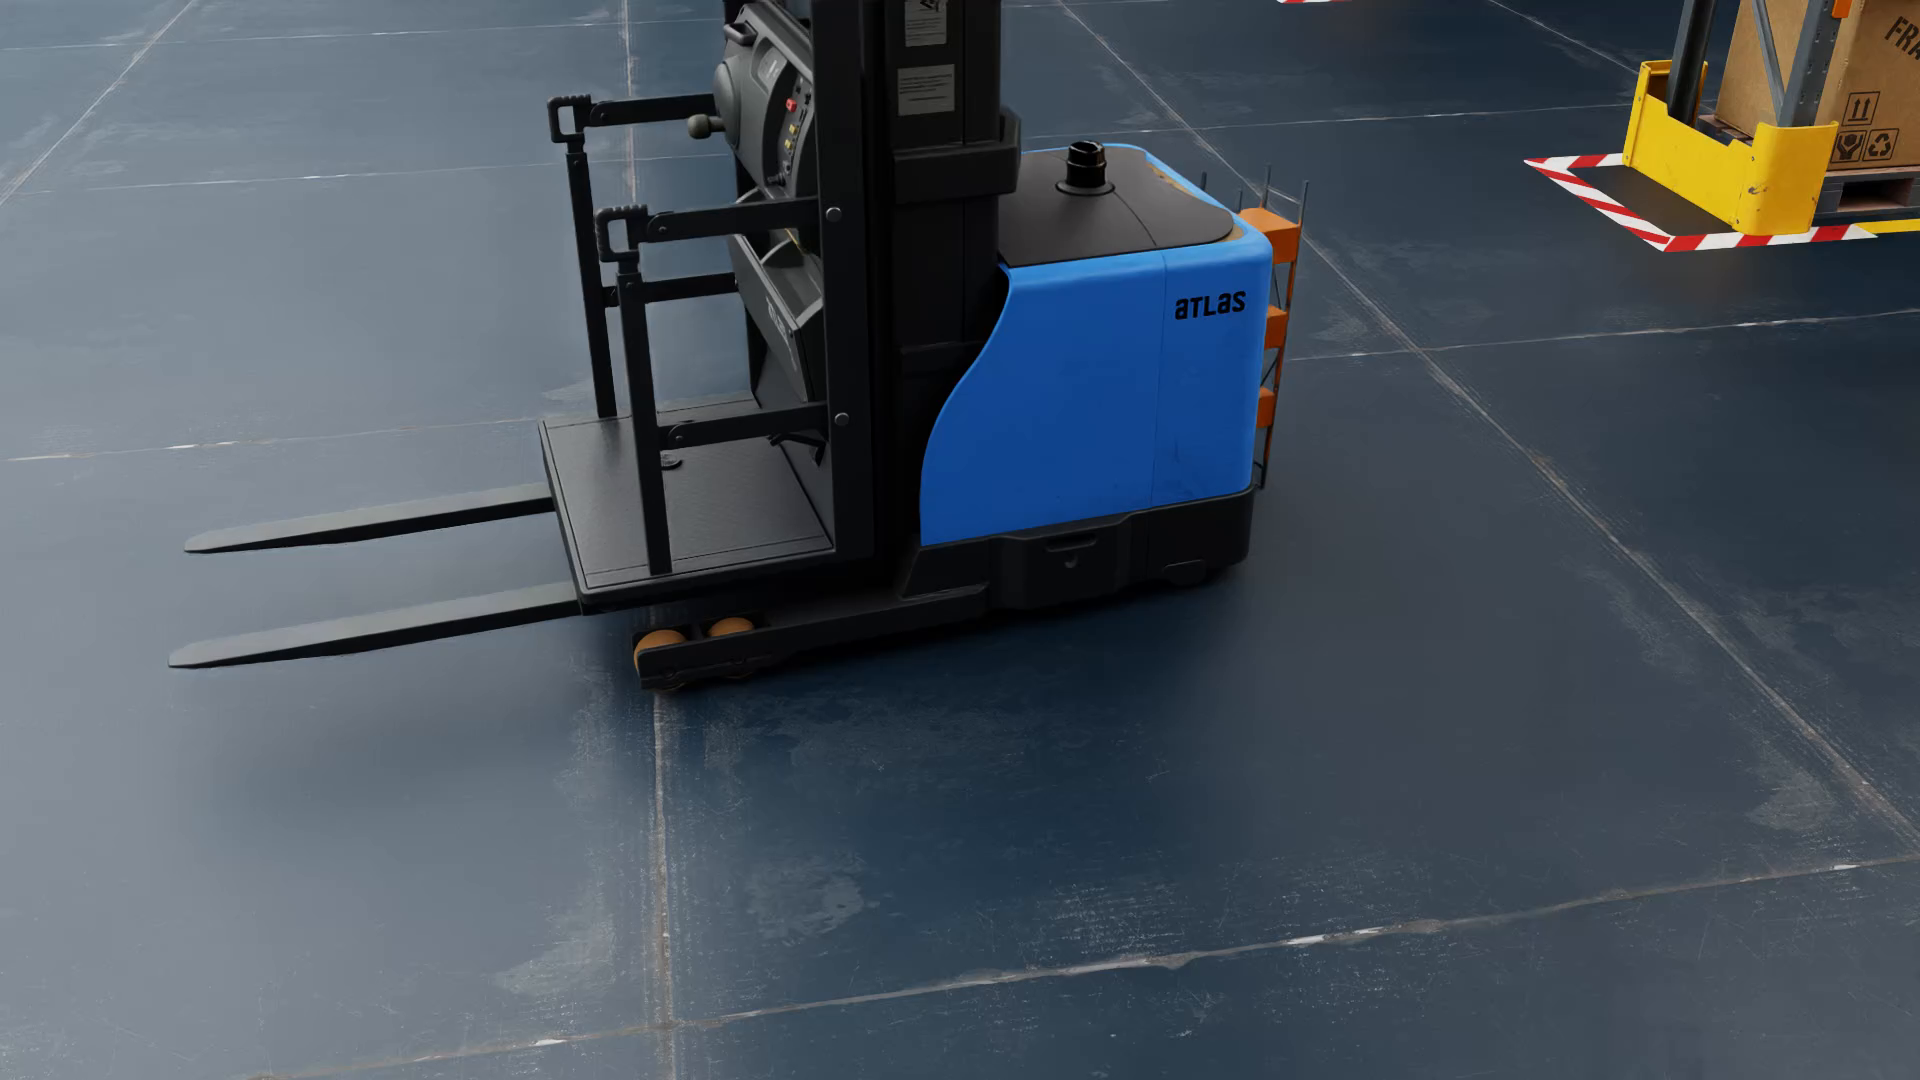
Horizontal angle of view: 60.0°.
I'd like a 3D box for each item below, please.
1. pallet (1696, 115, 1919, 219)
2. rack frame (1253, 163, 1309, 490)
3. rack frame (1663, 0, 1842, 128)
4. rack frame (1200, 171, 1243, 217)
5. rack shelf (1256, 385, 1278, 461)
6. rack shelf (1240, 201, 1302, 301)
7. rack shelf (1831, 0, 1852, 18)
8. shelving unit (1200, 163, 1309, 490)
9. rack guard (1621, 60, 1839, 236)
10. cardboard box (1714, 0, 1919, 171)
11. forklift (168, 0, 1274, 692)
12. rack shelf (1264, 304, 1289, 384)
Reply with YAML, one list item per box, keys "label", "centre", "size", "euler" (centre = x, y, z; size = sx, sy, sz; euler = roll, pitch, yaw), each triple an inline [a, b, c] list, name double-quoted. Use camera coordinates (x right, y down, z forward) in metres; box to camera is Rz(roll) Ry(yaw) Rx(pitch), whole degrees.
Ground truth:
- label: "pallet"
  centre: [4.464, -1.897, 8.268]
  size: [1.213, 0.211, 1.003]
  euler: [-5, 31, -9]
- label: "rack frame"
  centre: [0.984, -0.670, 5.354]
  size: [0.008, 1.050, 0.200]
  euler: [-13, 33, -25]
- label: "rack frame"
  centre: [3.691, -2.987, 7.371]
  size: [0.127, 3.000, 1.000]
  euler: [-5, 31, -9]
- label: "rack frame"
  centre: [0.768, -0.622, 5.251]
  size: [0.008, 1.050, 0.200]
  euler: [-13, 33, -25]
- label: "rack shelf"
  centre: [0.865, -0.394, 5.443]
  size: [0.240, 0.259, 0.215]
  euler: [-13, 33, -25]
- label: "rack shelf"
  centre: [0.886, -0.884, 5.169]
  size: [0.240, 0.259, 0.215]
  euler: [-13, 33, -25]
- label: "rack shelf"
  centre: [5.659, -2.860, 7.864]
  size: [4.000, 0.370, 1.077]
  euler: [-5, 31, -9]
- label: "shelving unit"
  centre: [0.876, -0.646, 5.302]
  size: [0.252, 1.050, 0.215]
  euler: [-13, 33, -25]
- label: "rack guard"
  centre: [3.668, -1.907, 8.001]
  size: [0.348, 0.500, 1.175]
  euler: [-5, 31, -9]
- label: "cardboard box"
  centre: [4.346, -2.347, 7.964]
  size: [0.875, 0.875, 0.875]
  euler: [-5, 31, -9]
- label: "forklift"
  centre: [-0.697, -1.150, 4.314]
  size: [3.031, 2.935, 1.130]
  euler: [-10, 32, -16]
- label: "rack shelf"
  centre: [0.875, -0.637, 5.308]
  size: [0.240, 0.259, 0.215]
  euler: [-13, 33, -25]
